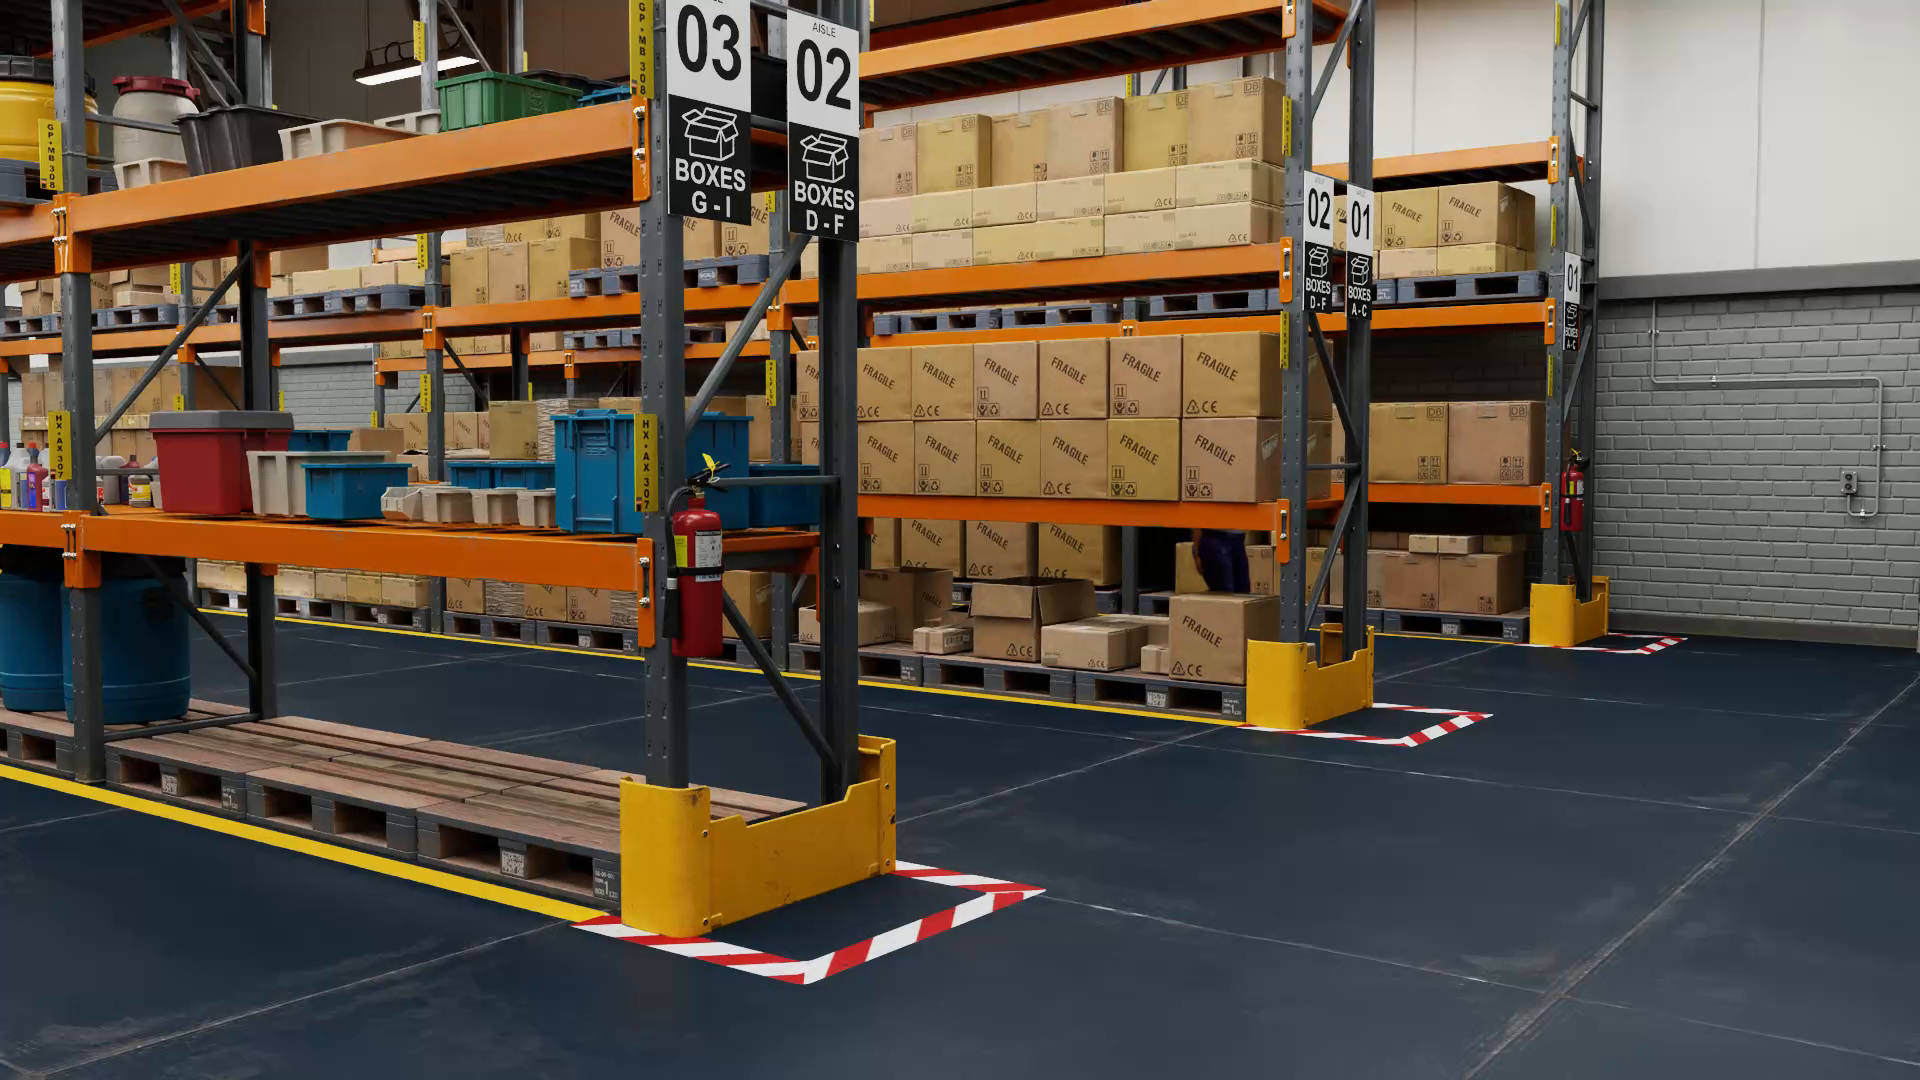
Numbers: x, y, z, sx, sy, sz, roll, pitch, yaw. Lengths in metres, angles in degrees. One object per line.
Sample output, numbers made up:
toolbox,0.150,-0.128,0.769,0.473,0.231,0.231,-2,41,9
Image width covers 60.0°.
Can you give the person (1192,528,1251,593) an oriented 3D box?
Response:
person,1.953,0.089,12.548,0.480,1.622,0.692,-3,4,-41
